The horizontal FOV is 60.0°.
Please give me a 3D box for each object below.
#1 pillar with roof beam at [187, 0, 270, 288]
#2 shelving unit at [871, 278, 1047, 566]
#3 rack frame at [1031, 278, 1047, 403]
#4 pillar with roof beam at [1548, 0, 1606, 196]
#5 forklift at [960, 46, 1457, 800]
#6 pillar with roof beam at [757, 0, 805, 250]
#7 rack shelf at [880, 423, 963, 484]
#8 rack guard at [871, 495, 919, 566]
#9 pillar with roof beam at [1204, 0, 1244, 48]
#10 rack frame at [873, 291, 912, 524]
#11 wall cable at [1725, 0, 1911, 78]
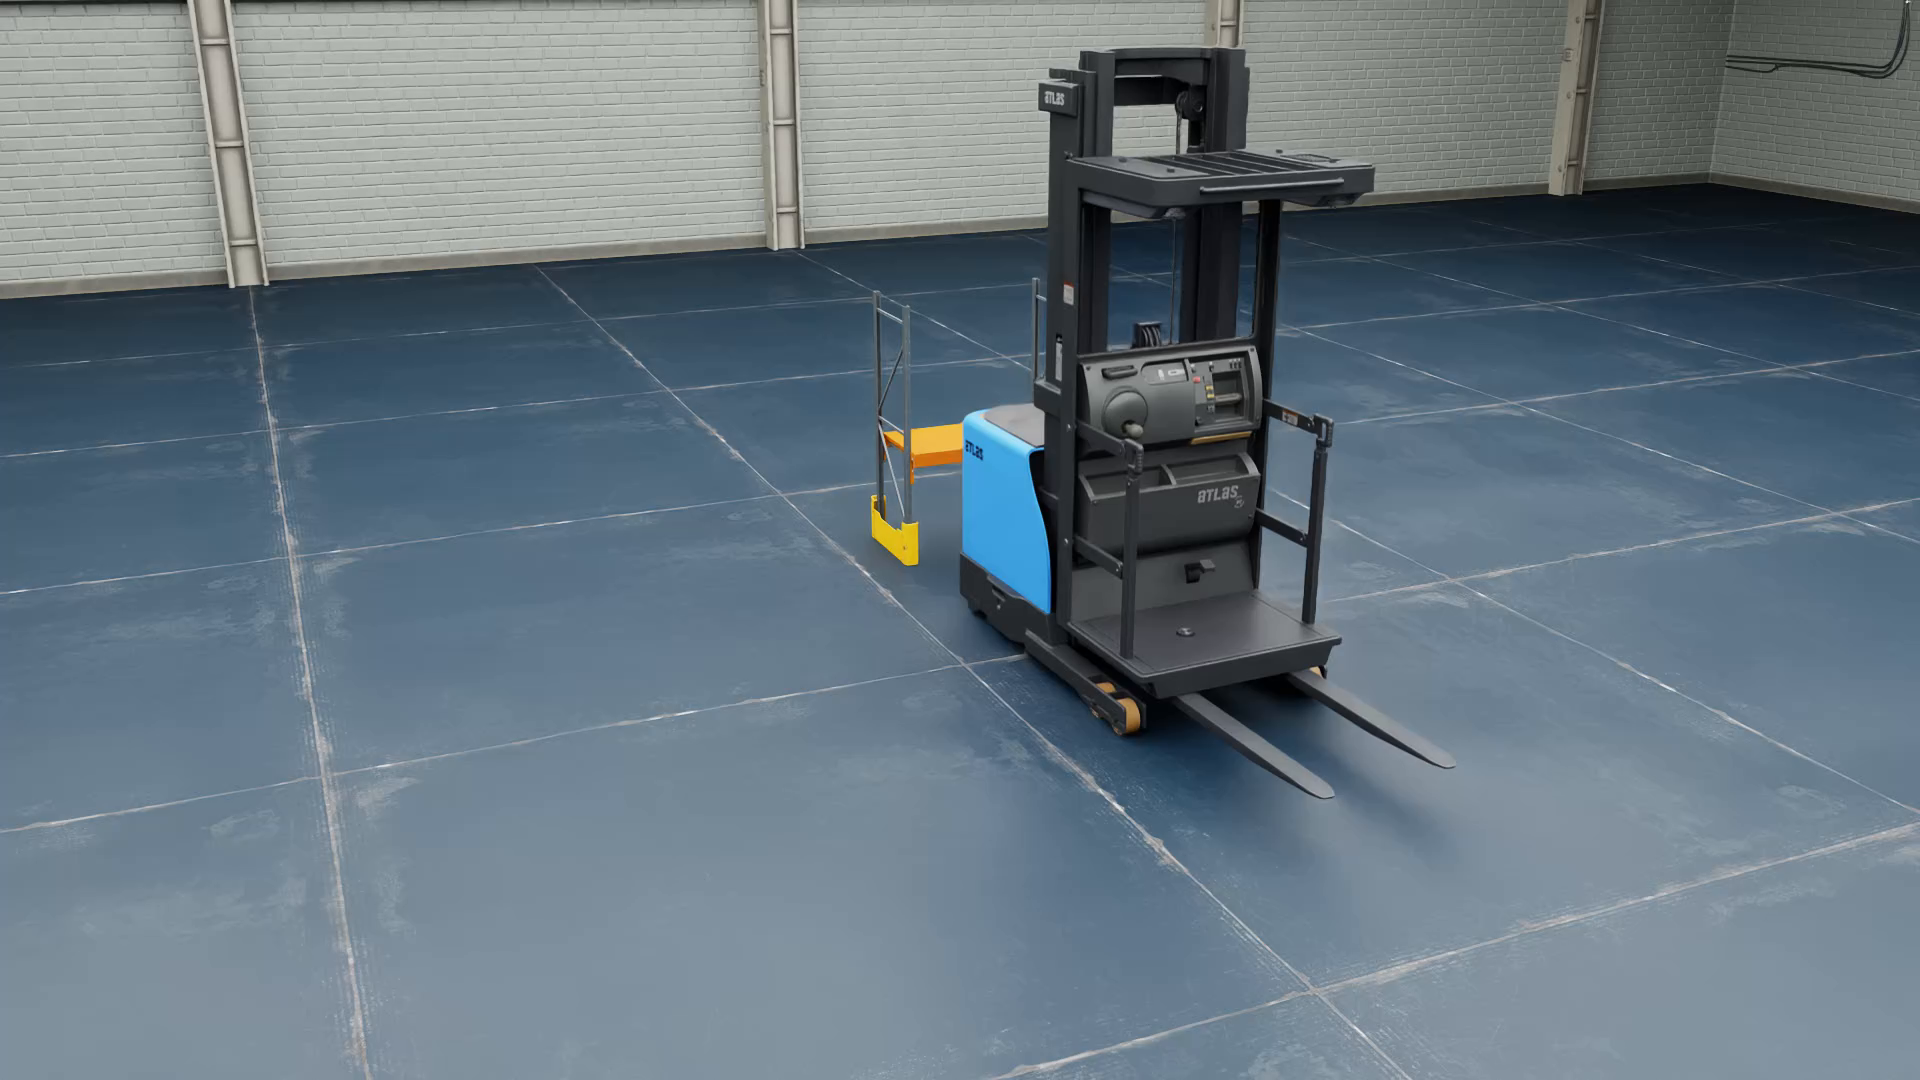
[{"bbox_3d":[-5.907,-5.672,12.583,0.400,9.000,9.100,-8,21,-22],"label":"pillar with roof beam"},{"bbox_3d":[0.070,-0.717,9.801,1.083,1.500,0.587,-8,21,-22],"label":"shelving unit"},{"bbox_3d":[0.545,-0.786,9.995,0.032,1.500,0.500,-8,21,-22],"label":"rack frame"},{"bbox_3d":[10.621,-8.040,19.308,0.400,9.000,9.100,-8,21,-22],"label":"pillar with roof beam"},{"bbox_3d":[1.080,-0.665,7.499,1.130,2.935,3.031,-9,21,-24],"label":"forklift"},{"bbox_3d":[-0.398,-6.462,14.824,0.400,9.000,9.100,-8,21,-22],"label":"pillar with roof beam"},{"bbox_3d":[0.078,-0.549,9.865,1.000,0.185,0.538,-8,21,-22],"label":"rack shelf"},{"bbox_3d":[-0.387,-0.062,9.823,0.087,0.250,0.587,-8,21,-22],"label":"rack guard"},{"bbox_3d":[5.111,-7.251,17.066,0.400,9.000,9.100,-8,21,-22],"label":"pillar with roof beam"},{"bbox_3d":[-0.388,-0.652,9.615,0.032,1.500,0.500,-8,21,-22],"label":"rack frame"},{"bbox_3d":[12.144,-7.873,23.507,0.112,2.526,3.097,-8,21,-22],"label":"wall cable"}]
